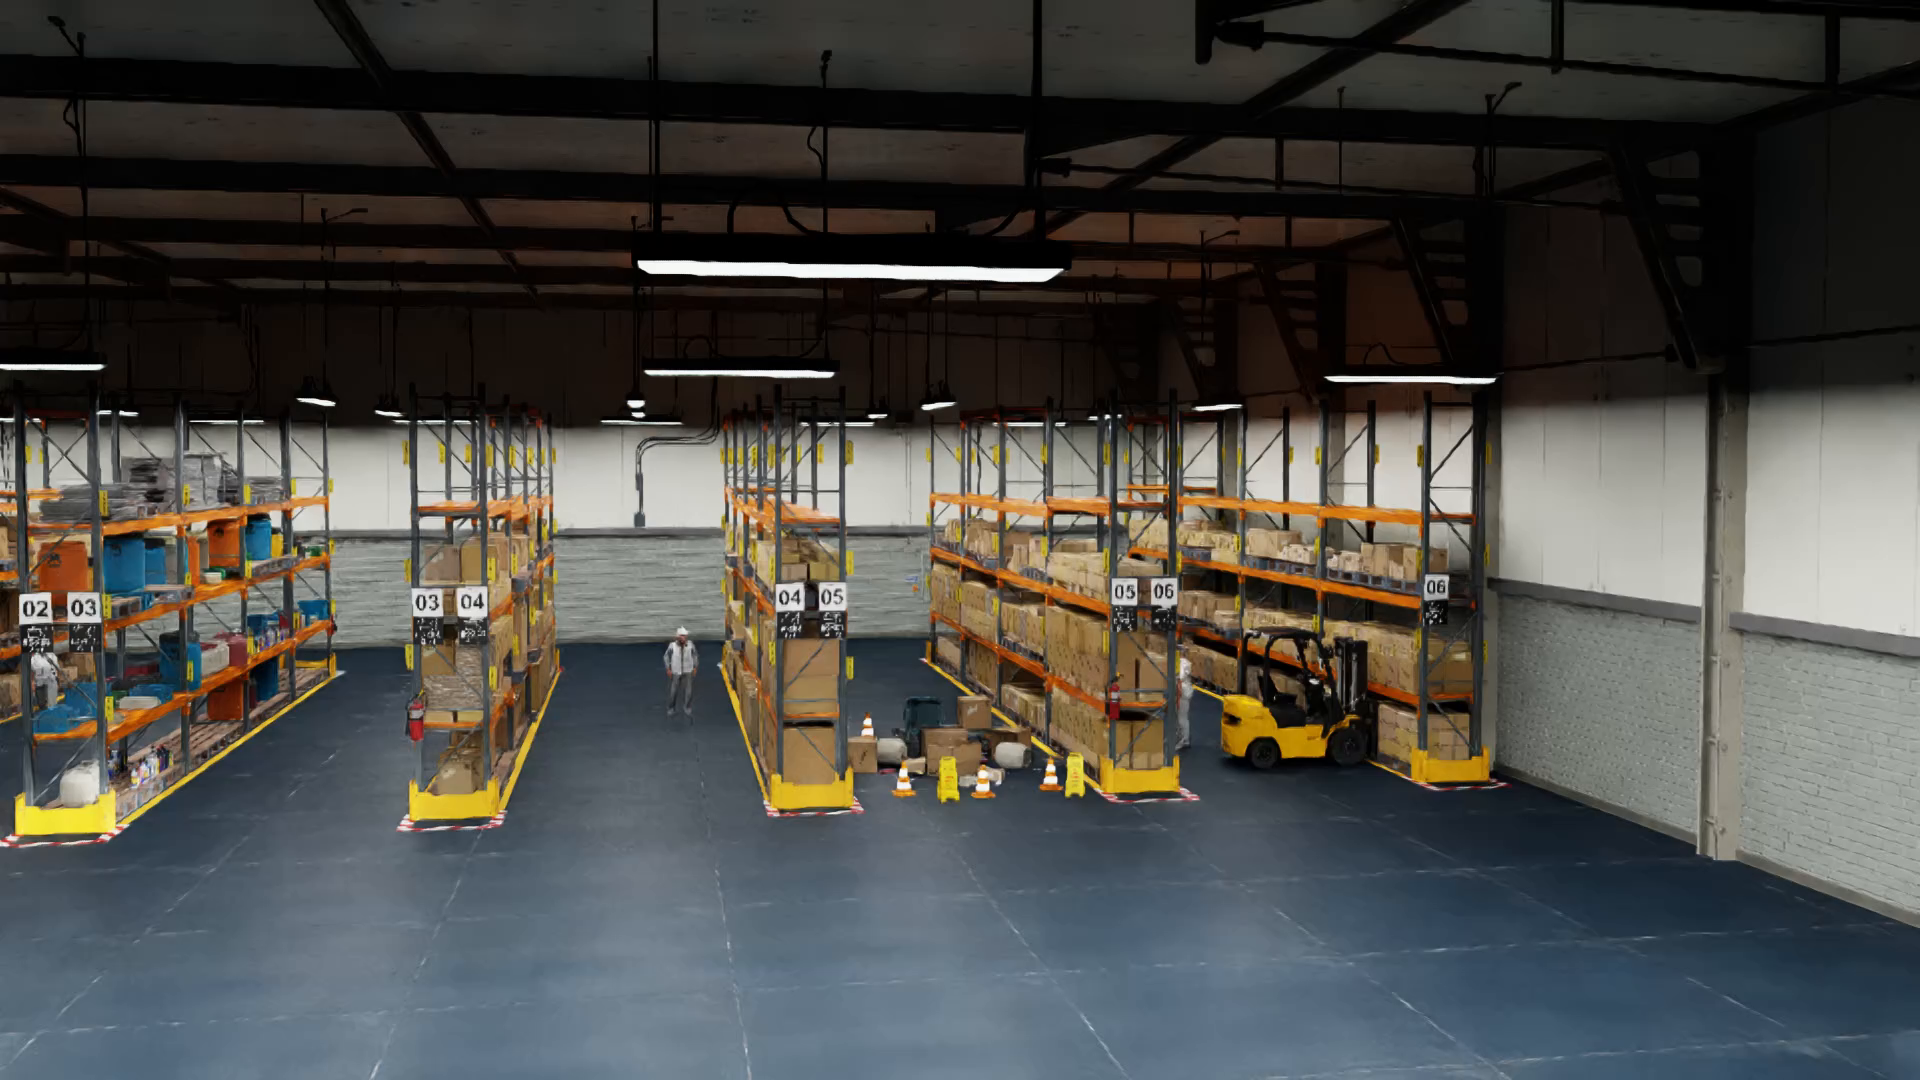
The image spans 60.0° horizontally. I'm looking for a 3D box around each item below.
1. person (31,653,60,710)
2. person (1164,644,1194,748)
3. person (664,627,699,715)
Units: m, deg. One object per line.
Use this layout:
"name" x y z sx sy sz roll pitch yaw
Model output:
"person" -16.889 2.636 30.675 0.491 1.598 1.000 -1 3 -19
"person" 3.742 2.667 28.529 0.504 1.759 0.588 1 3 20
"person" -5.360 2.524 32.021 0.677 1.726 0.574 -1 3 -12
